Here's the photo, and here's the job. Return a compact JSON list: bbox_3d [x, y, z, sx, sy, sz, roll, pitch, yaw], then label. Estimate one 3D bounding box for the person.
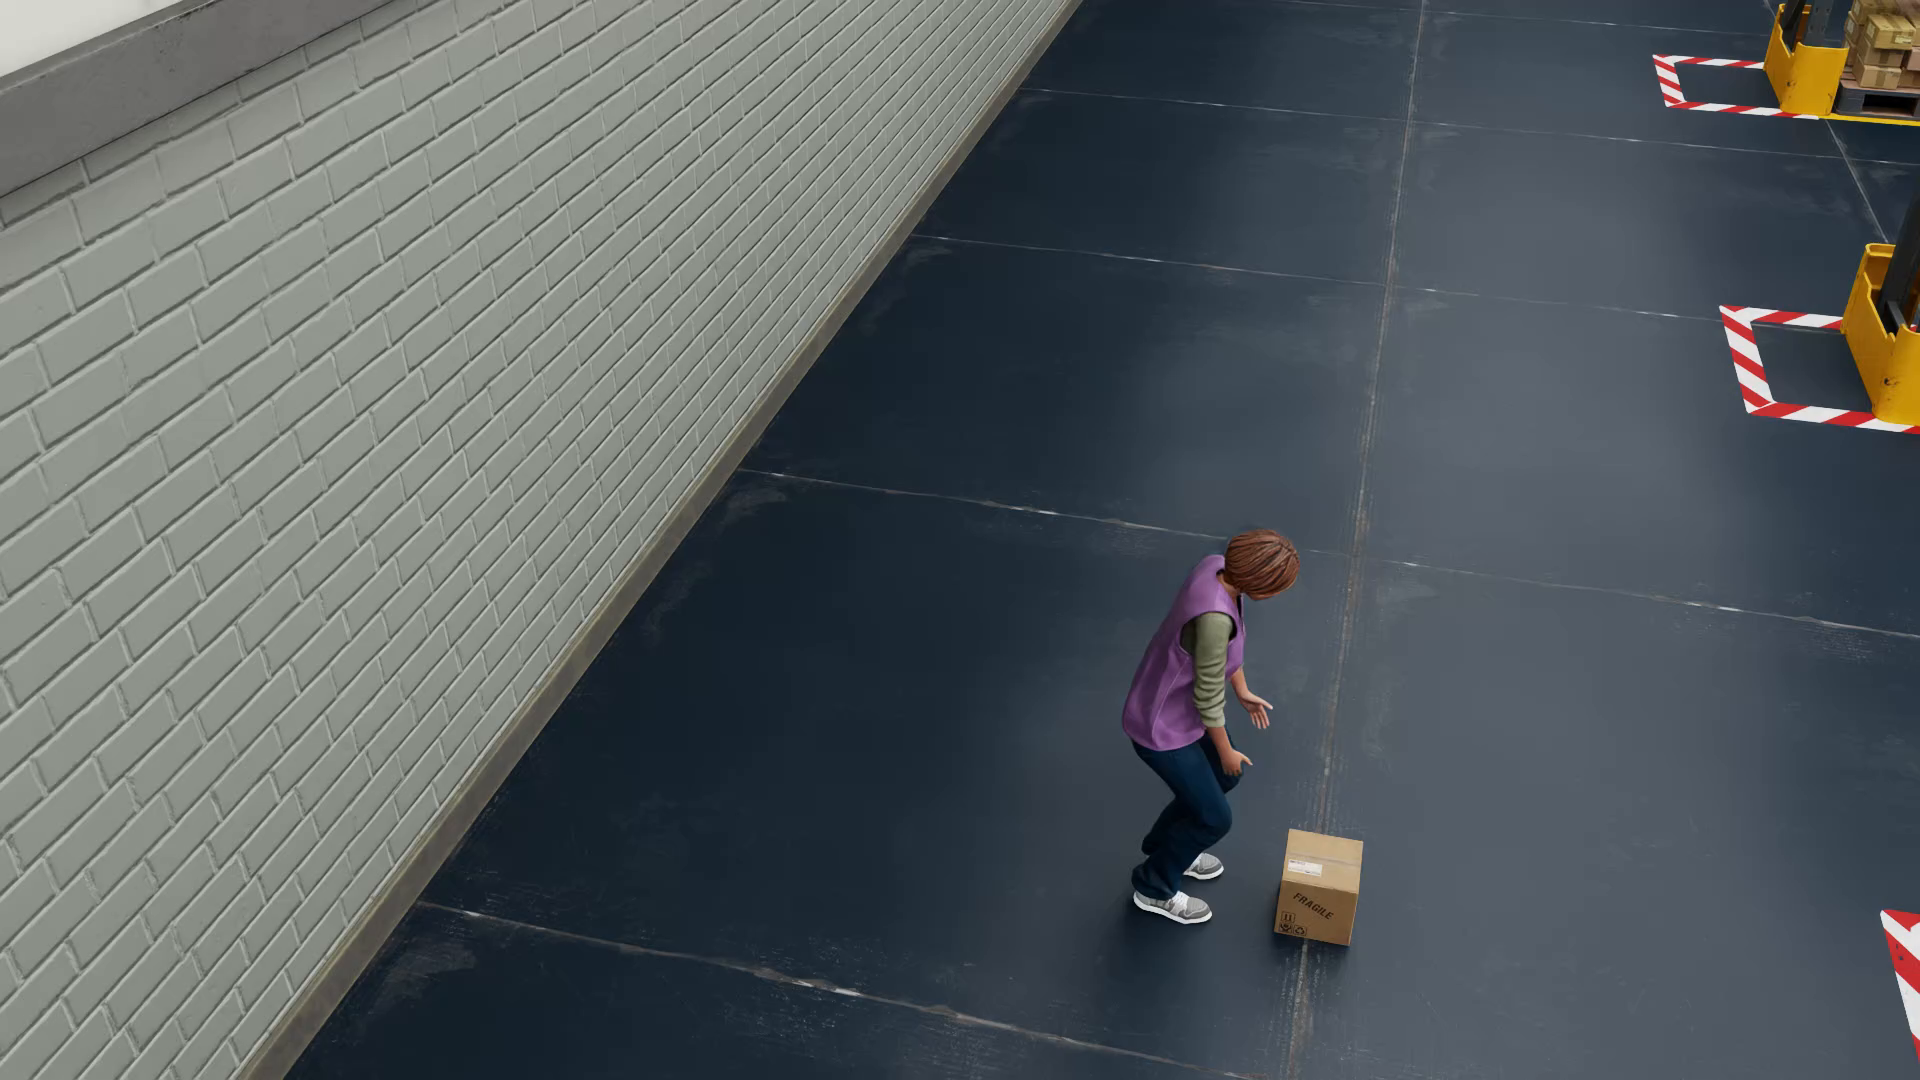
[{"bbox_3d":[0.878,2.647,0.663,3.464,3.201,10.164,9,34,13],"label":"person"}]
